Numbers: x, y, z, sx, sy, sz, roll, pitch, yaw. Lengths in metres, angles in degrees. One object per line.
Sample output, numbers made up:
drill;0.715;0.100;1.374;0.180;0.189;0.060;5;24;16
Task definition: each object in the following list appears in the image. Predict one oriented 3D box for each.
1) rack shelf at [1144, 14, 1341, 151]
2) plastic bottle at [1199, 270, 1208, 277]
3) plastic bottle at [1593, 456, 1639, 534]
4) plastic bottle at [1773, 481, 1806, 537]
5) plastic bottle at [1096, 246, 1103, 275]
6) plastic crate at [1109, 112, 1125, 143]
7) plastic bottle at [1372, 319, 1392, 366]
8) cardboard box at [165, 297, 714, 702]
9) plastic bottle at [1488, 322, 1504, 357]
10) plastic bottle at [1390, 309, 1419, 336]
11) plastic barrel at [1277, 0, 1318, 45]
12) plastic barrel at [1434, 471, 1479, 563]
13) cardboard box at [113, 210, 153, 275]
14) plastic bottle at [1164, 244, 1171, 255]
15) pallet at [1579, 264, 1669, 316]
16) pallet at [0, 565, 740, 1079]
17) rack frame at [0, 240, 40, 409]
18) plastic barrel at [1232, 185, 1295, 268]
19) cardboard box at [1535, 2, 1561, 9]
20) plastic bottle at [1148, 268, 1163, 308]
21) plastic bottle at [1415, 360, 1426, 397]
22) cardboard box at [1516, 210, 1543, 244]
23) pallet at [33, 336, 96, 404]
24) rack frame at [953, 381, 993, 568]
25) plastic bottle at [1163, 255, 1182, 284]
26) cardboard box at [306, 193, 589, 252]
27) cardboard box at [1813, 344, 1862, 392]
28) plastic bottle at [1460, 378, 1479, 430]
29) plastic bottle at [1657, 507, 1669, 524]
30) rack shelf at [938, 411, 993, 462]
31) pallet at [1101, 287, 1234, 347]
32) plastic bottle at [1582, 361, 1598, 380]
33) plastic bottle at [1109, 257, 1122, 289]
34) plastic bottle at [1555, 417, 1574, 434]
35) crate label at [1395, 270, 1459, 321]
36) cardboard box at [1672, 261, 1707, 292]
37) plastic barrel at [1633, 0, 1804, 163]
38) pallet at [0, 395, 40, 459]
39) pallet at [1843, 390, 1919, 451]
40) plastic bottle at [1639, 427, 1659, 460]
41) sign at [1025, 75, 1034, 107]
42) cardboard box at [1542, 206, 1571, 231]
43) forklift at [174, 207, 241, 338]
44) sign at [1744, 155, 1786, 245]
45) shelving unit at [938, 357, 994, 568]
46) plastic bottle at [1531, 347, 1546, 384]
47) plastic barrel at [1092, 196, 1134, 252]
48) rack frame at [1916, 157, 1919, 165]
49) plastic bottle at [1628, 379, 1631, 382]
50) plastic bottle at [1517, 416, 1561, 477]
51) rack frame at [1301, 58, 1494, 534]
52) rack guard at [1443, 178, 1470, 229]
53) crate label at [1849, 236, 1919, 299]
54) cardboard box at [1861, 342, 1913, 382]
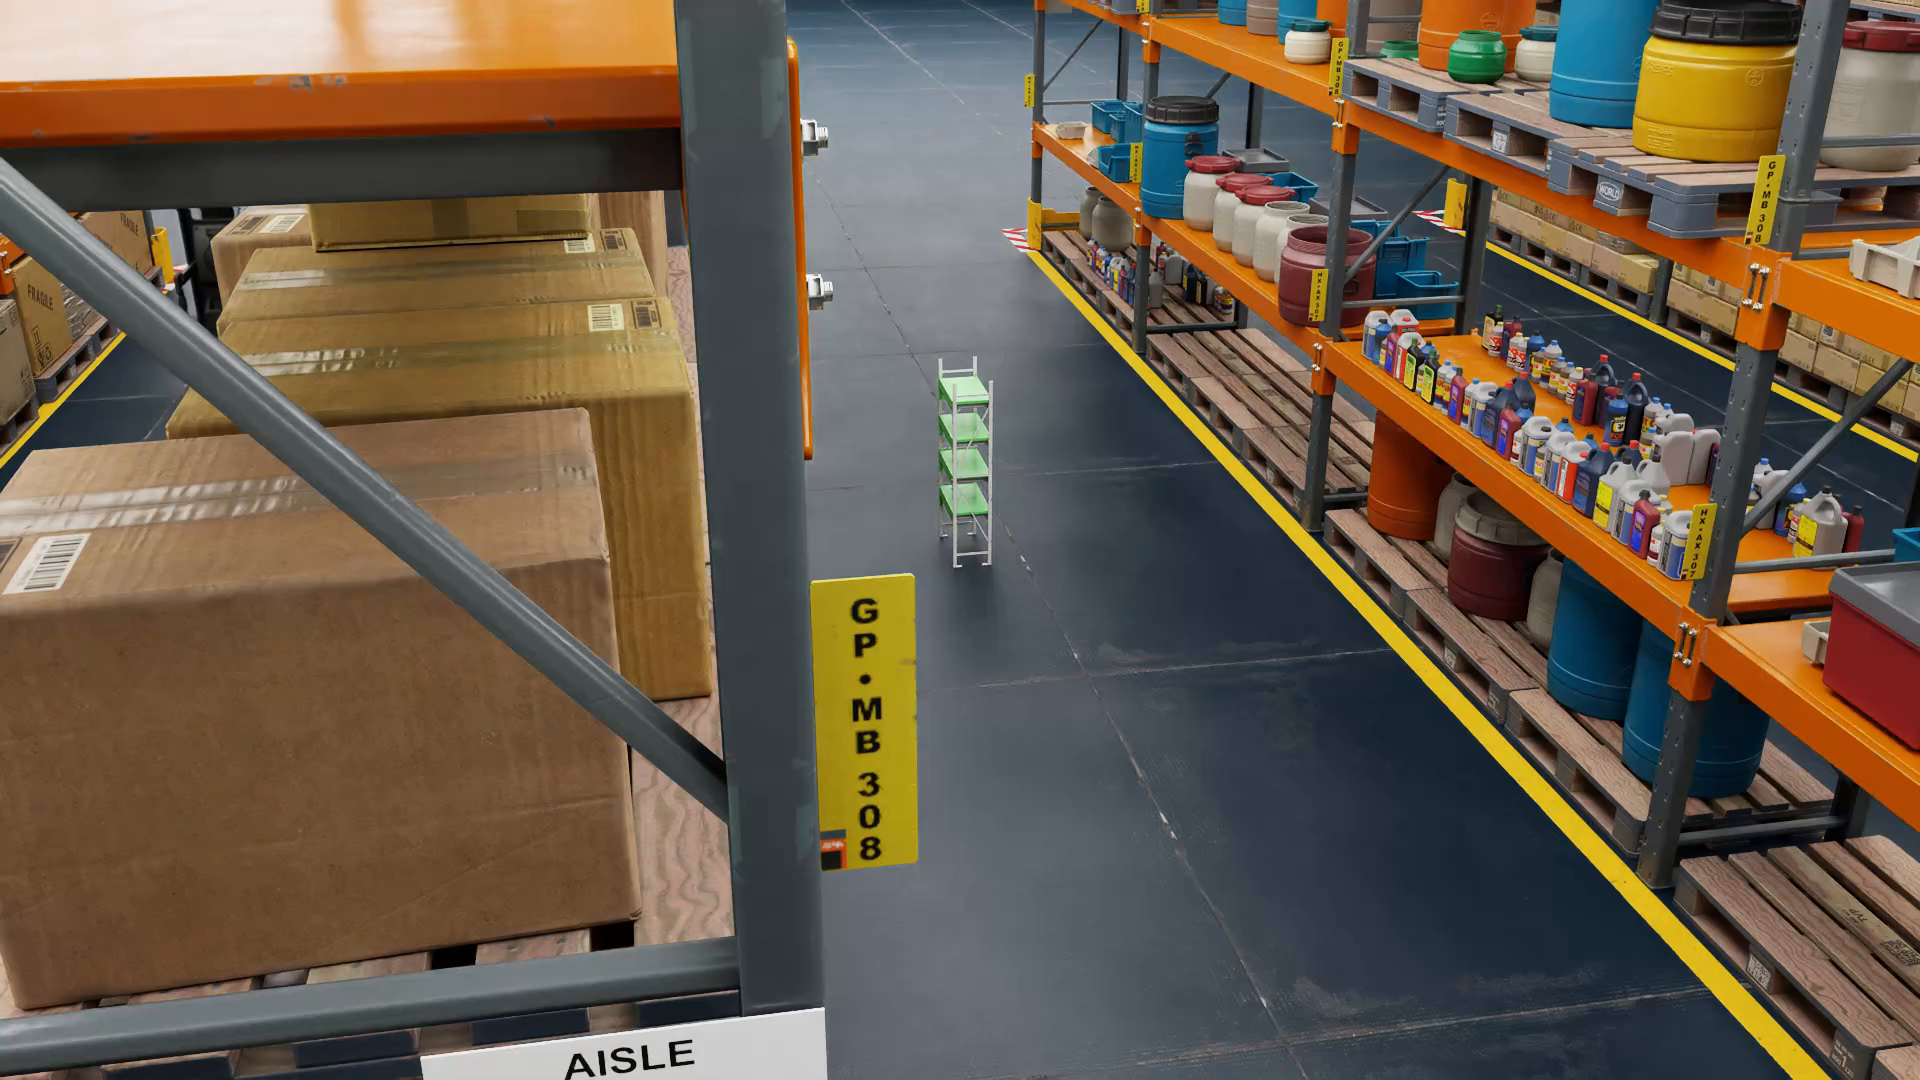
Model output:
rack shelf;2.379;-3.310;11.731;1.077;0.370;4.000;-4;24;-10
plastic bottle;2.268;-2.387;15.228;0.144;0.351;0.185;-4;24;-8
plastic bottle;2.997;-0.219;7.566;0.144;0.351;0.185;-4;24;-10
plastic bottle;3.758;-0.156;7.521;0.097;0.271;0.097;0;24;0
plastic bottle;1.362;-2.705;16.055;0.097;0.271;0.097;0;24;0
plastic crate;1.771;-4.126;16.635;0.499;0.251;0.408;-4;24;-10
plastic bottle;2.506;-1.177;9.859;0.097;0.271;0.097;0;24;0
cardboard box;-0.773;-0.054;2.604;0.700;0.500;0.500;-5;24;-12
plastic bottle;3.247;-1.213;10.027;0.097;0.201;0.097;0;24;0
plastic bottle;2.661;-1.238;9.992;0.152;0.276;0.135;-4;24;-10
plastic barrel;2.559;-3.957;11.689;0.600;0.901;0.708;-4;24;-10
plastic barrel;3.049;-0.124;9.869;0.421;0.512;0.421;0;24;0
cardboard box;-8.300;-2.888;15.744;0.875;0.875;0.875;-4;24;-9
plastic bottle;2.060;-2.787;16.237;0.152;0.276;0.135;-4;24;-9
pallet;6.772;-2.455;16.106;1.003;0.211;1.213;-4;24;-10
pallet;-0.787;0.410;2.426;1.003;0.211;1.213;-4;24;-10
rack frame;-7.751;-2.357;12.400;1.000;3.000;0.127;-4;24;-10
plastic barrel;2.187;-2.262;12.012;0.433;0.535;0.433;0;24;0
cardboard box;6.222;-5.425;17.677;0.700;0.500;0.500;-4;24;-10
plastic bottle;1.749;-2.282;14.987;0.144;0.351;0.185;-4;24;-10
plastic bottle;2.616;-0.911;9.336;0.097;0.201;0.097;0;24;0
cardboard box;6.207;-3.302;17.473;0.500;0.250;0.500;-4;24;-10
pallet;-7.815;-1.384;13.656;1.003;0.211;1.213;-4;24;-10
rack frame;0.076;-0.389;10.141;0.240;1.200;0.015;-4;24;-10
plastic bottle;2.014;-2.574;15.748;0.152;0.276;0.135;-4;24;-10
cardboard box;-1.003;-0.762;3.289;0.500;0.250;0.500;-5;24;-11
cardboard box;7.092;-1.365;13.038;0.500;0.250;0.500;-4;24;-9
plastic bottle;2.720;-0.723;8.818;0.097;0.271;0.097;0;24;0
plastic bottle;3.085;-0.045;7.354;0.097;0.201;0.097;0;24;0
rack shelf;0.031;-0.646;10.290;0.258;0.148;0.480;-4;24;-10
pallet;1.926;-2.041;15.159;1.003;0.211;1.213;-4;24;-10
plastic bottle;3.455;-0.847;9.088;0.061;0.283;0.133;-4;24;-10
plastic bottle;1.486;-2.504;15.588;0.152;0.276;0.135;-4;24;-9
plastic bottle;2.989;-0.480;8.261;0.097;0.271;0.097;0;24;0
crate label;3.040;-1.595;10.863;0.303;0.233;0.416;-4;24;-10
cardboard box;6.710;-2.425;14.764;0.500;0.311;0.500;-4;24;-10
plastic barrel;3.121;-1.902;6.849;0.600;0.588;0.600;0;24;0
pallet;-7.534;-0.782;12.276;1.003;0.211;1.213;-4;24;-10
pallet;7.504;-0.892;12.529;1.003;0.211;1.213;-4;24;-10
plastic bottle;3.444;-0.463;8.310;0.097;0.201;0.097;0;24;0
sign;0.728;-4.713;17.447;0.100;0.325;0.005;-4;24;-10
cardboard box;6.294;-3.448;16.871;0.500;0.500;0.500;-4;24;-10
forklift;-5.014;-2.086;11.864;1.130;2.935;3.031;-4;24;-9
sign;2.948;-1.243;6.090;0.100;0.325;0.005;-4;24;-10
shelving unit;0.031;-0.485;10.361;0.258;1.200;0.503;-4;24;-10
plastic bottle;3.343;-1.007;9.556;0.097;0.201;0.097;0;24;0
plastic barrel;1.559;-3.227;16.974;0.421;0.512;0.421;0;24;0
rack frame;11.006;-5.358;19.270;1.000;3.000;0.127;-4;24;-10
plastic bottle;3.513;-0.722;8.802;0.061;0.283;0.133;-4;24;-10
plastic bottle;2.870;-0.465;8.222;0.152;0.276;0.135;-4;24;-10
rack frame;2.749;-1.478;10.386;1.000;3.000;0.127;-4;24;-10
rack guard;6.134;-3.854;18.949;1.175;0.500;0.348;-4;24;-10
crate label;3.295;-0.945;5.747;0.293;0.136;0.466;-4;24;-10
cardboard box;7.176;-1.424;12.473;0.500;0.311;0.500;-5;24;-11
